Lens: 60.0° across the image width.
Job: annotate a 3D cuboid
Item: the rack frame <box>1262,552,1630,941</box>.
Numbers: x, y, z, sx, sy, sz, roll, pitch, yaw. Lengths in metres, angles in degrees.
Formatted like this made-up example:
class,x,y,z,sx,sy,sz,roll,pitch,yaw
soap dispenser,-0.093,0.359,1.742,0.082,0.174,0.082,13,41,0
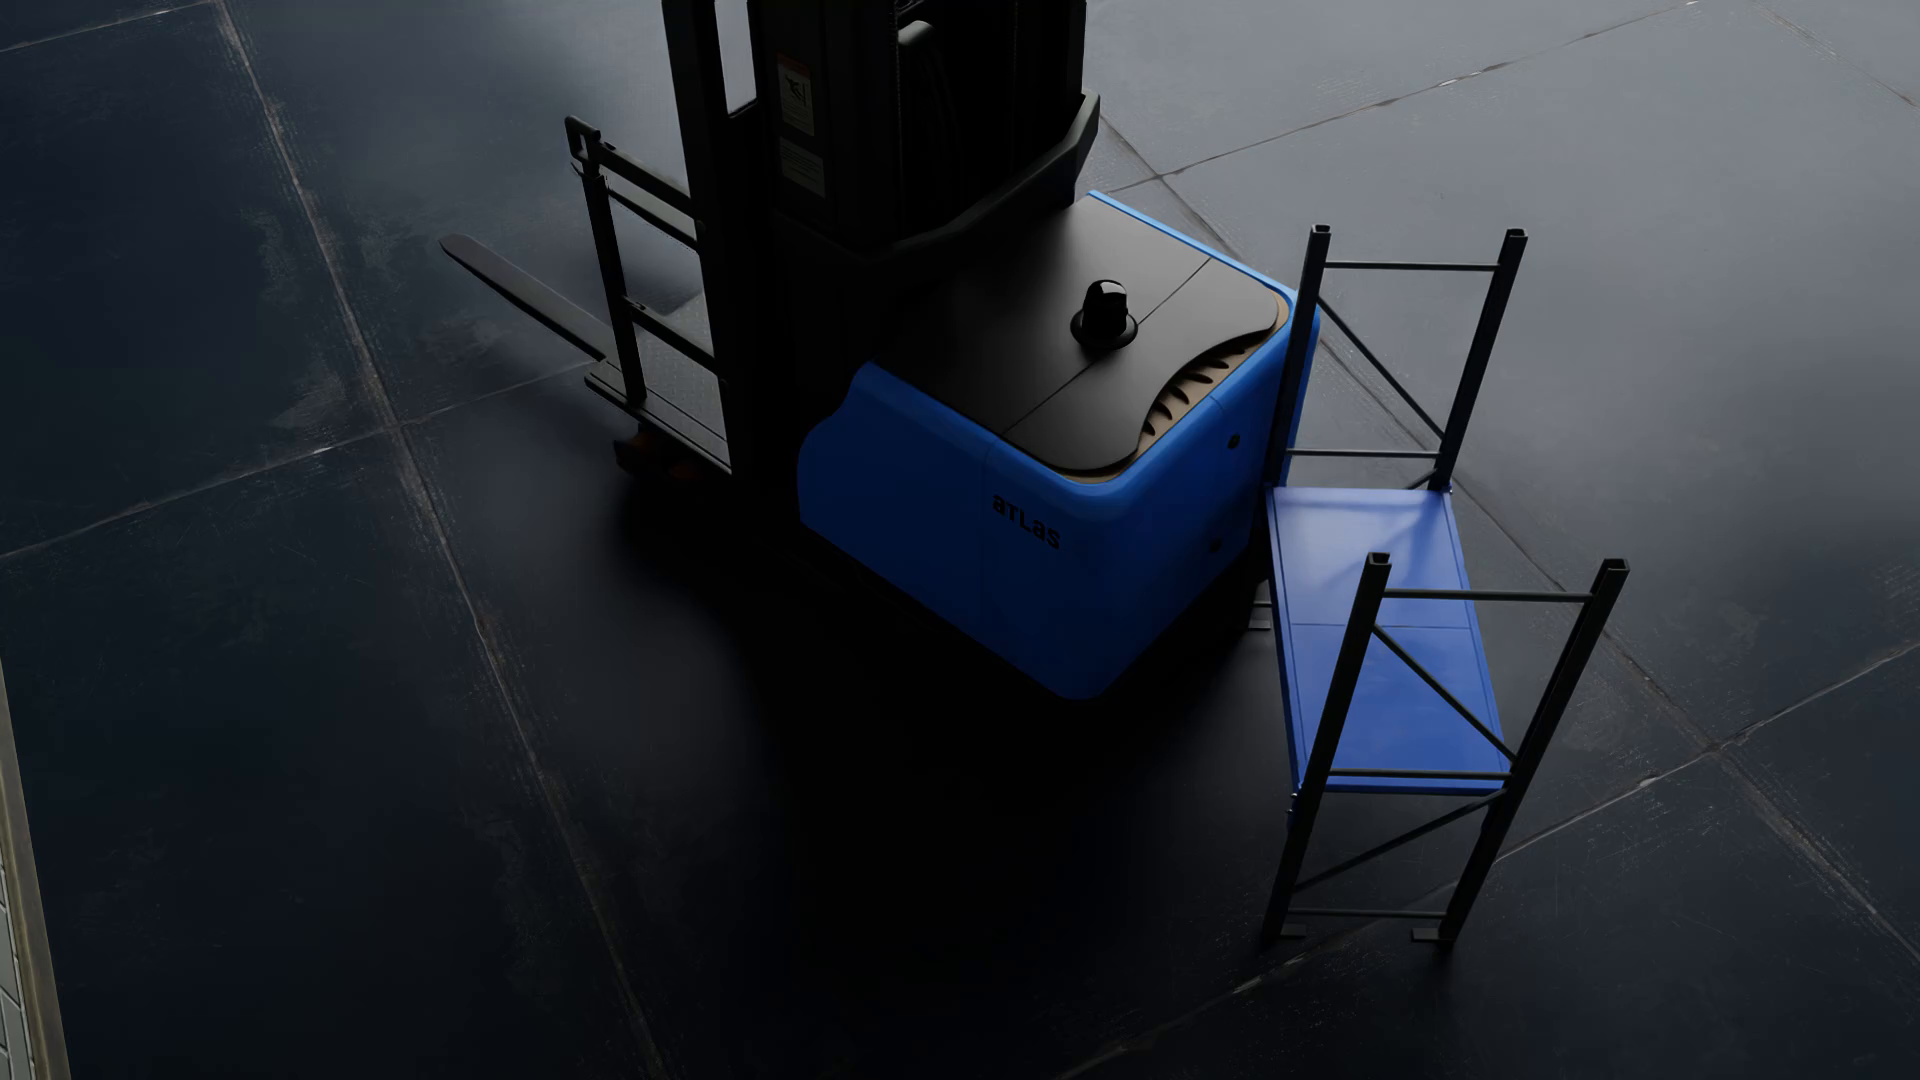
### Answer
class,x,y,z,sx,sy,sz,roll,pitch,yaw
rack frame,1.043,0.535,3.786,0.500,1.500,0.032,1,49,1

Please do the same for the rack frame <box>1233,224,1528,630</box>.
class,x,y,z,sx,sy,sz,roll,pitch,yaw
rack frame,1.075,-0.230,4.455,0.500,1.500,0.032,1,49,1

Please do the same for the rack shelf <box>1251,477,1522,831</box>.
class,x,y,z,sx,sy,sz,roll,pitch,yaw
rack shelf,1.059,0.271,4.256,0.538,0.185,1.000,1,49,1

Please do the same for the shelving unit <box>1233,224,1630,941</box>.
class,x,y,z,sx,sy,sz,roll,pitch,yaw
shelving unit,1.059,0.152,4.120,0.538,1.500,1.048,1,49,1

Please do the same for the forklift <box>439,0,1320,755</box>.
class,x,y,z,sx,sy,sz,roll,pitch,yaw
forklift,-0.479,-1.326,4.463,3.031,2.935,1.130,33,56,25
